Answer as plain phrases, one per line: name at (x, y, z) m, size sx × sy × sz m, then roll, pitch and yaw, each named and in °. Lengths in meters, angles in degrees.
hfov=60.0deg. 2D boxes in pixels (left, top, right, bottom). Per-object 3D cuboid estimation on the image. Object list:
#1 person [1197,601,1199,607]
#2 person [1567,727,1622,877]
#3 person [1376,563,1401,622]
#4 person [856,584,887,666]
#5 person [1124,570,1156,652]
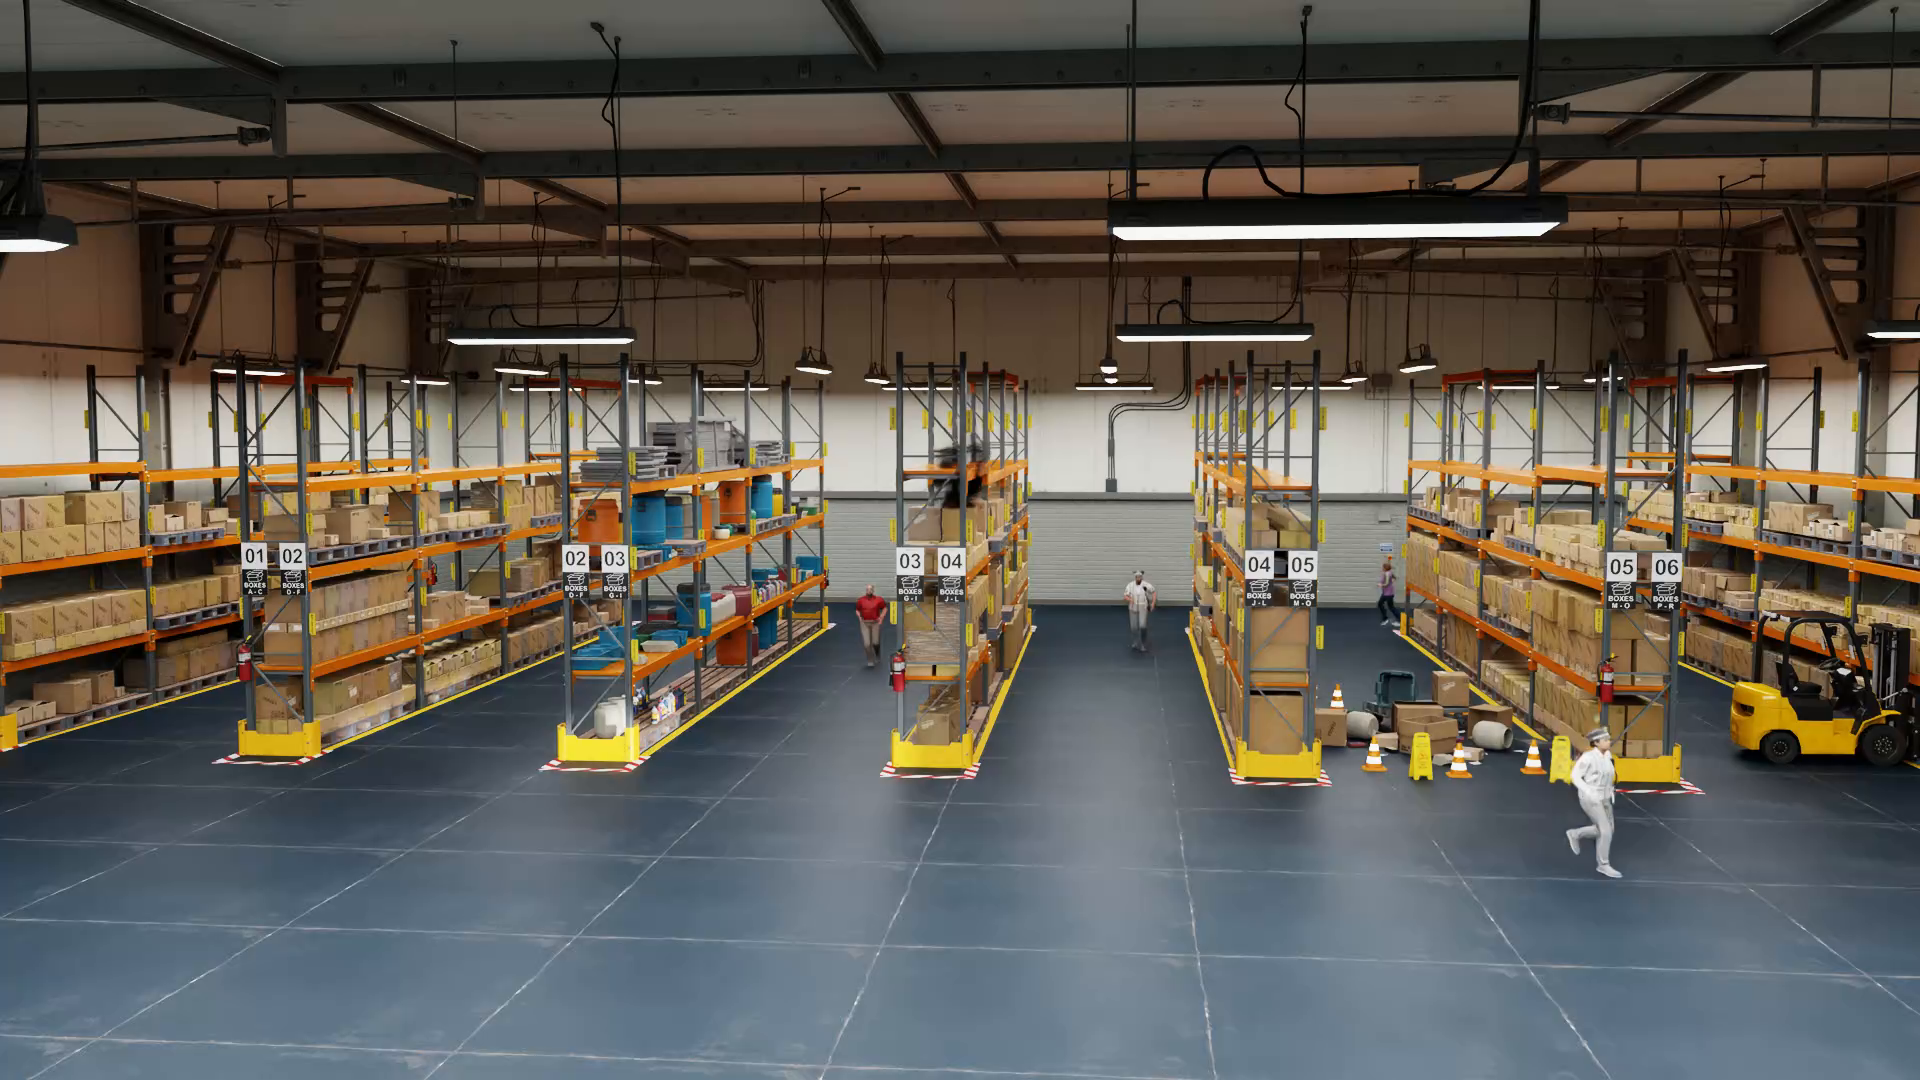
person at (6.070, 1.325, 40.759) m, size 0.721 × 1.616 × 0.633 m, roll 1°, pitch 4°, yaw 18°
person at (7.077, 2.881, 18.381) m, size 0.642 × 1.668 × 0.449 m, roll -3°, pitch 5°, yaw -35°
person at (10.442, 1.267, 40.372) m, size 0.655 × 1.459 × 0.520 m, roll 1°, pitch 4°, yaw 8°
person at (-1.825, 1.748, 33.882) m, size 0.638 × 1.679 × 0.564 m, roll 0°, pitch 4°, yaw 4°
person at (3.916, 1.564, 36.331) m, size 0.686 × 1.855 × 0.753 m, roll 1°, pitch 4°, yaw 12°
